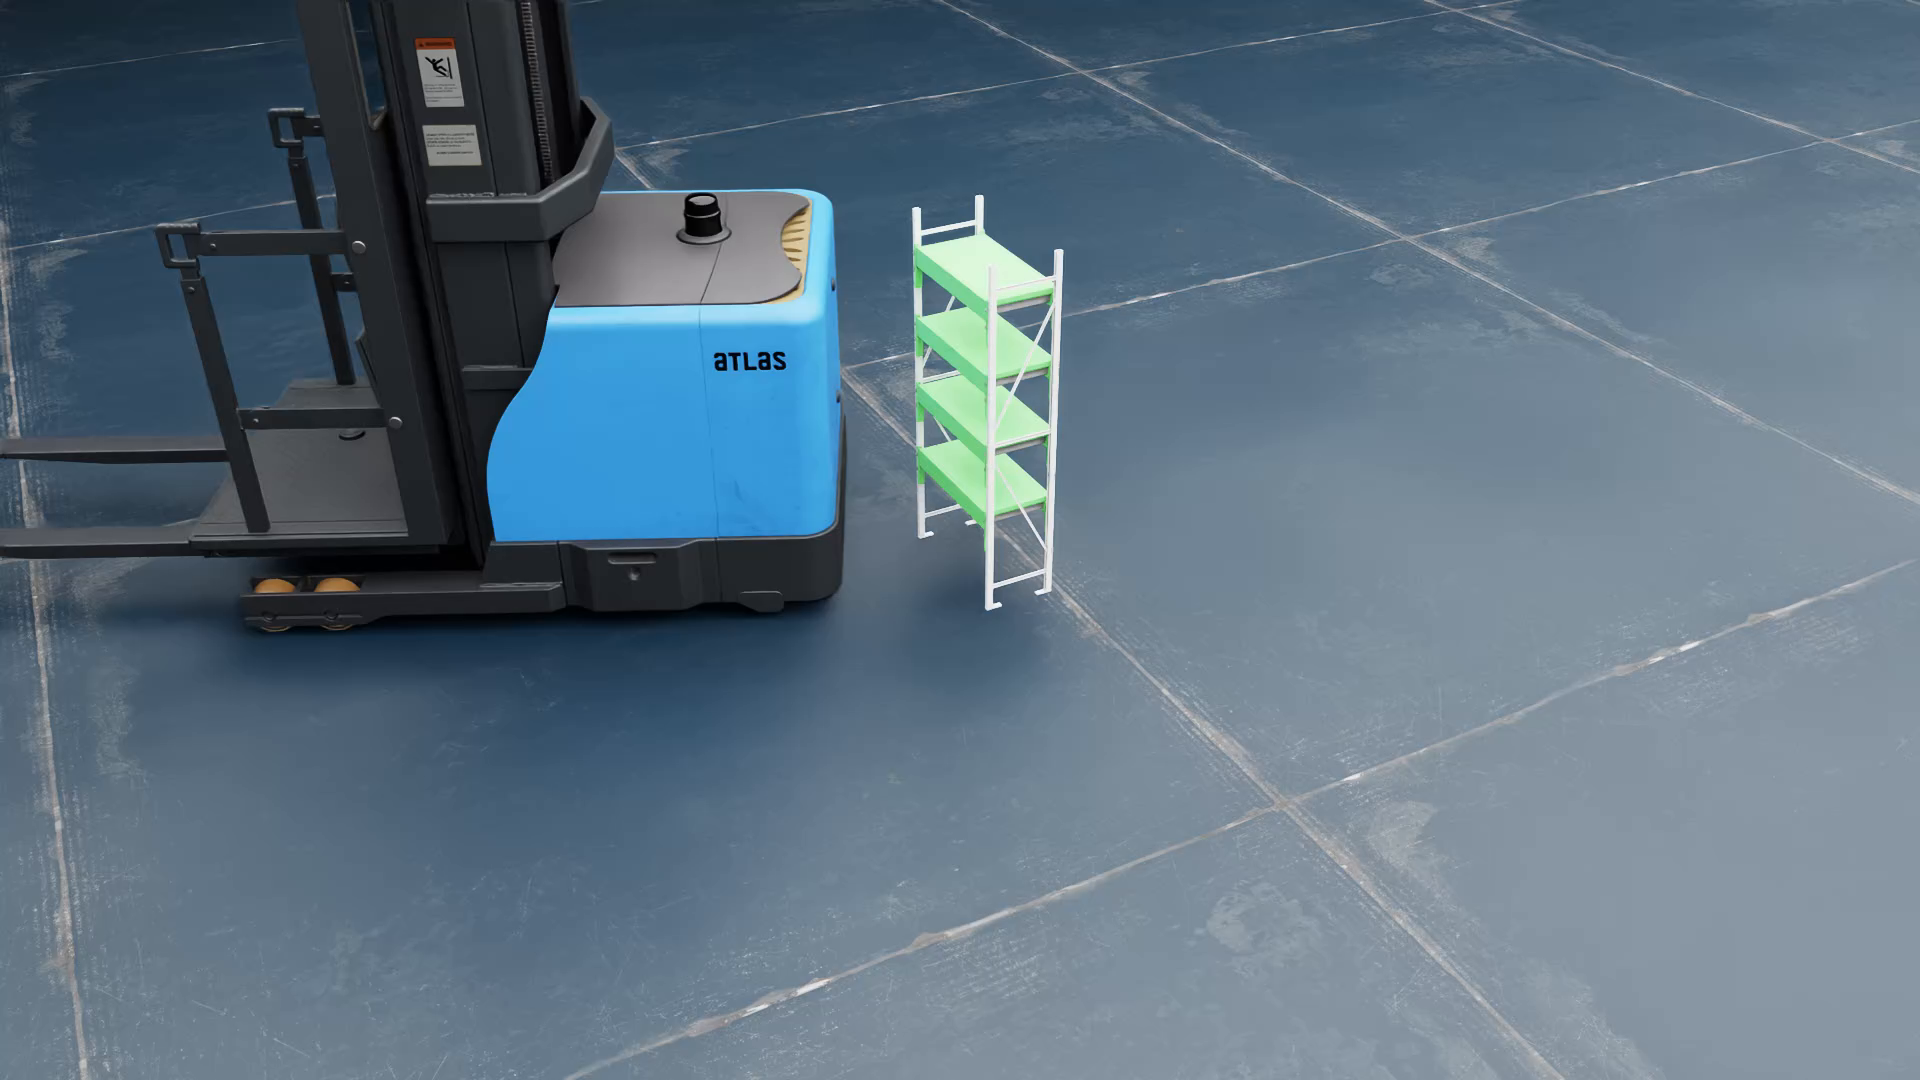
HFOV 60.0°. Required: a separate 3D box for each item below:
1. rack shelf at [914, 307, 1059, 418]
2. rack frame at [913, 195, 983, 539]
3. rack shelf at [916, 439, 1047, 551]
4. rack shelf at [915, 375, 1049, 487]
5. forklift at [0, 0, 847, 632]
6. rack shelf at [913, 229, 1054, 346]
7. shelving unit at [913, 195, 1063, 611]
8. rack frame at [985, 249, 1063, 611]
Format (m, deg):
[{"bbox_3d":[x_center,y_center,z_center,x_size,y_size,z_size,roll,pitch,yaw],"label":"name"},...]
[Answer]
[{"bbox_3d":[0.077,-0.574,5.208,0.258,0.148,0.480,-16,36,-23],"label":"rack shelf"},{"bbox_3d":[-0.037,-0.543,5.485,0.240,1.200,0.015,-16,36,-23],"label":"rack frame"},{"bbox_3d":[0.077,-0.170,5.467,0.258,0.148,0.480,-16,36,-23],"label":"rack shelf"},{"bbox_3d":[0.077,-0.372,5.337,0.258,0.148,0.480,-16,36,-23],"label":"rack shelf"},{"bbox_3d":[-1.914,-1.234,4.958,3.031,2.935,1.130,-1,33,-2],"label":"forklift"},{"bbox_3d":[0.077,-0.777,5.079,0.258,0.148,0.480,-16,36,-23],"label":"rack shelf"},{"bbox_3d":[0.077,-0.426,5.303,0.258,1.200,0.503,-16,36,-23],"label":"shelving unit"},{"bbox_3d":[0.191,-0.310,5.121,0.240,1.200,0.015,-16,36,-23],"label":"rack frame"}]
